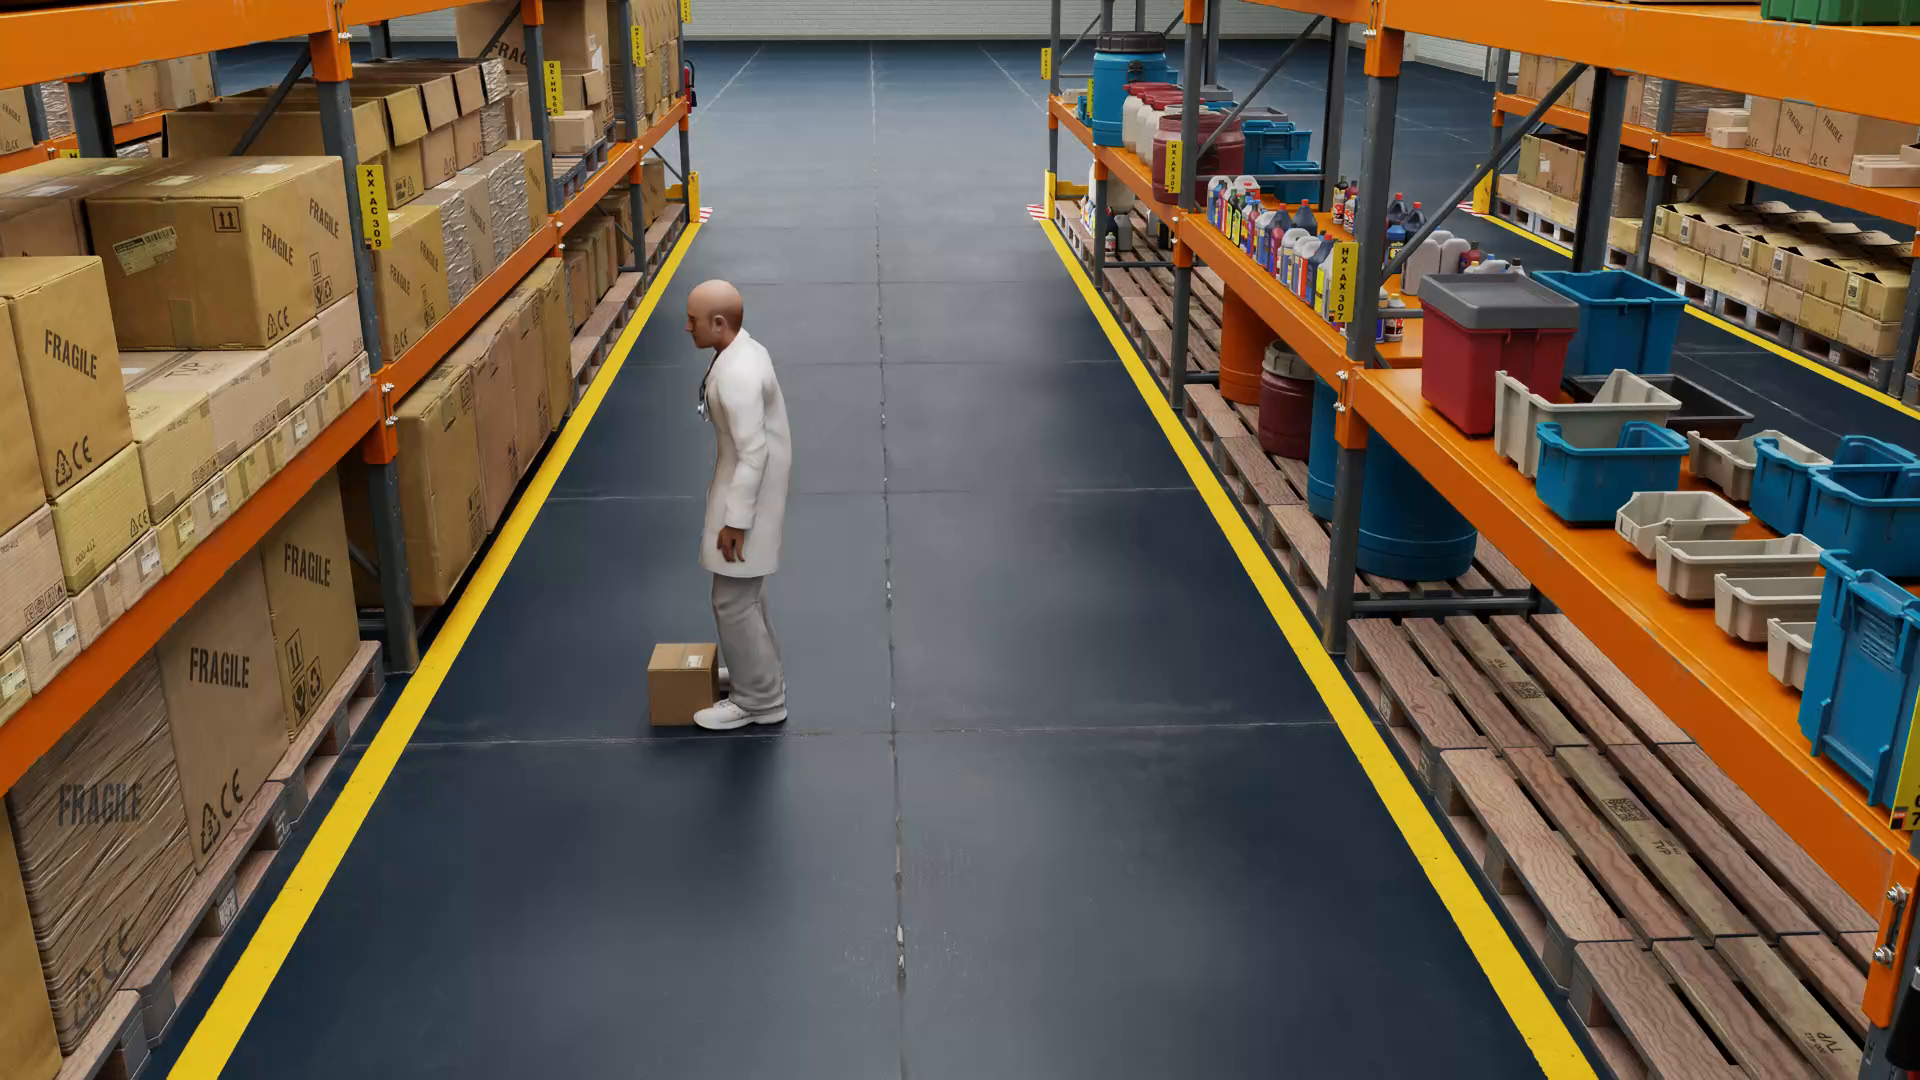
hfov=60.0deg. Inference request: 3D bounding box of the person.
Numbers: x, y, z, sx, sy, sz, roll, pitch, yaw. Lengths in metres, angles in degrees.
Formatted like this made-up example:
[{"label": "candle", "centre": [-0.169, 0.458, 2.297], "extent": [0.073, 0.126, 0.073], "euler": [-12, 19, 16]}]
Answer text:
[{"label": "person", "centre": [-0.864, -0.137, 6.473], "extent": [0.429, 1.772, 0.647], "euler": [-2, 20, -6]}]
